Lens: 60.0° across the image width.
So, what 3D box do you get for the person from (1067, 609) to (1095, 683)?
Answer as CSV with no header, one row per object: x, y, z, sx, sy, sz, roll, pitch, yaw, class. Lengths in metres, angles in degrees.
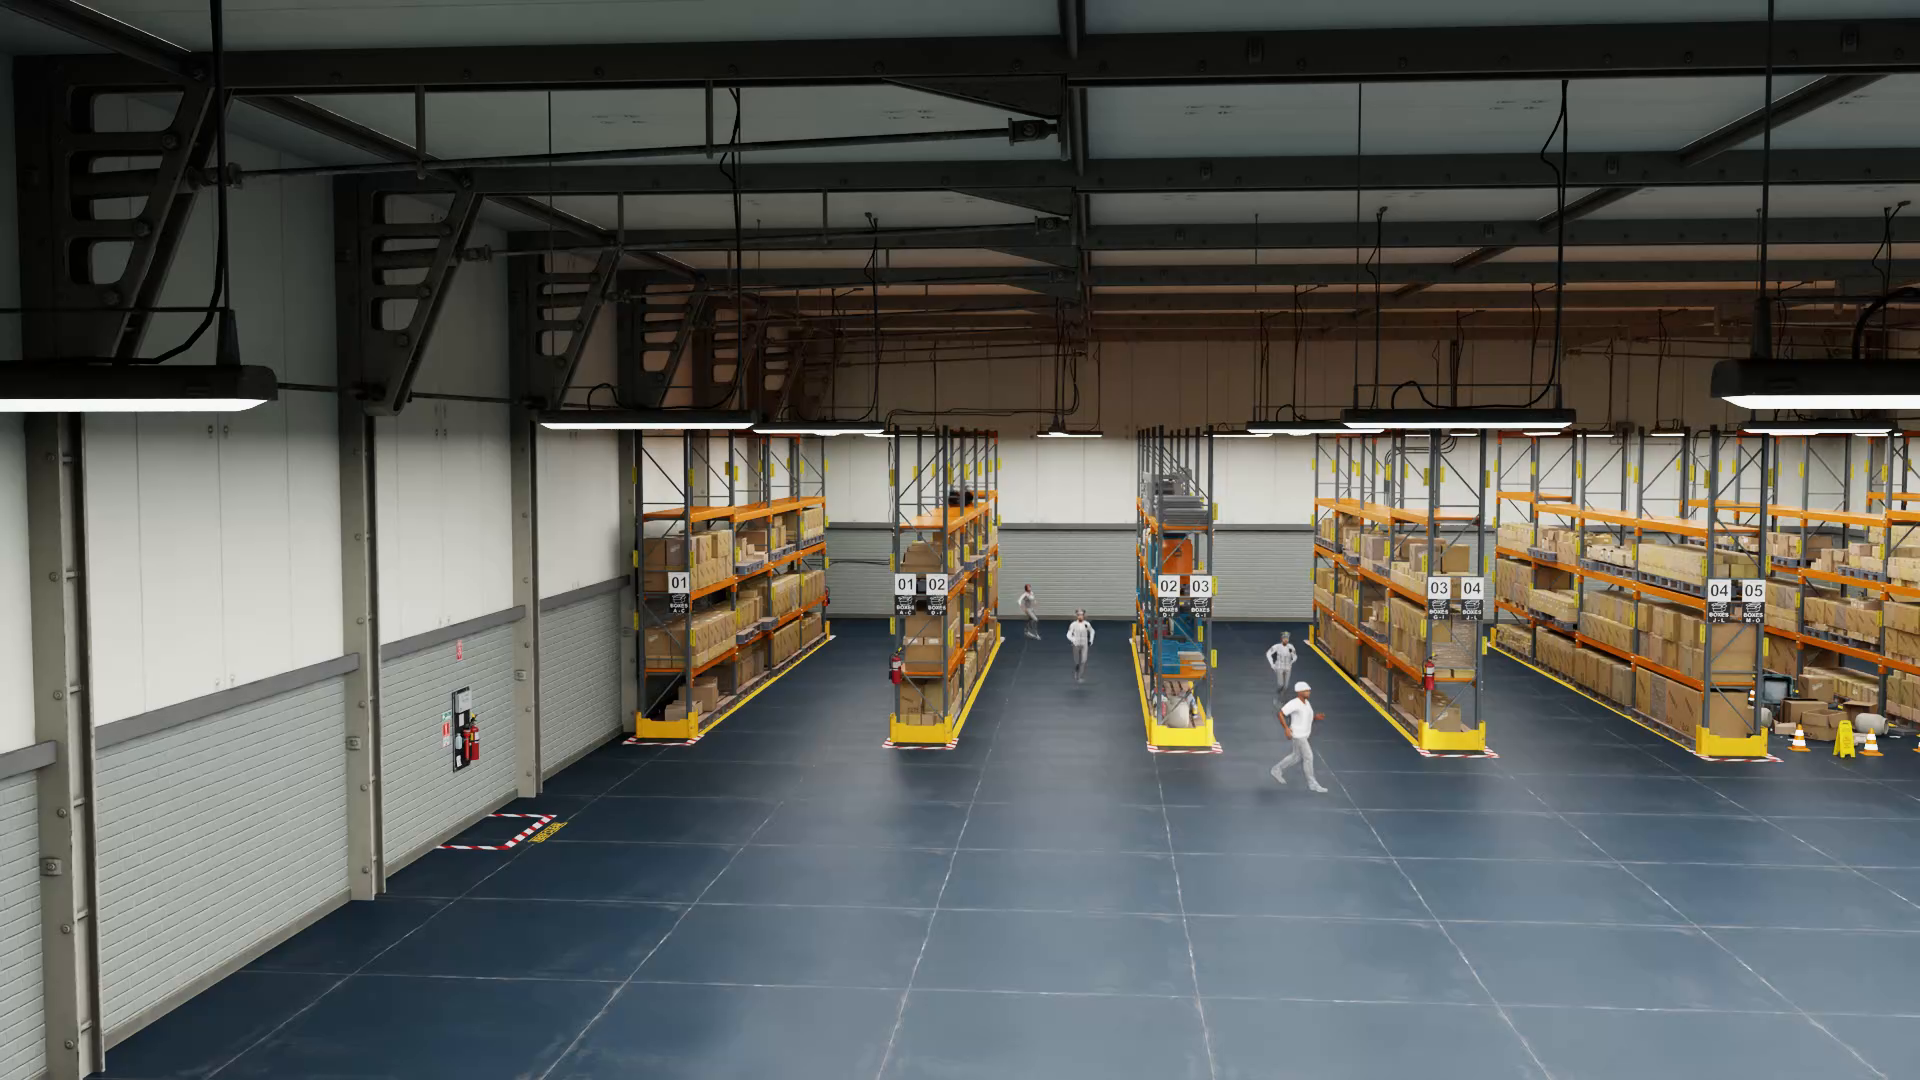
2.742,2.371,37.562,0.632,1.635,0.775,0,3,1,person

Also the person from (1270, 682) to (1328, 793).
5.516,3.179,27.045,0.988,1.759,0.697,2,4,29,person

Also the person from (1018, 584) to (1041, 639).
1.994,2.060,47.964,0.645,1.596,0.586,3,5,41,person

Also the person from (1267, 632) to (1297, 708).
6.875,2.760,35.344,0.611,1.651,0.609,0,3,-8,person
